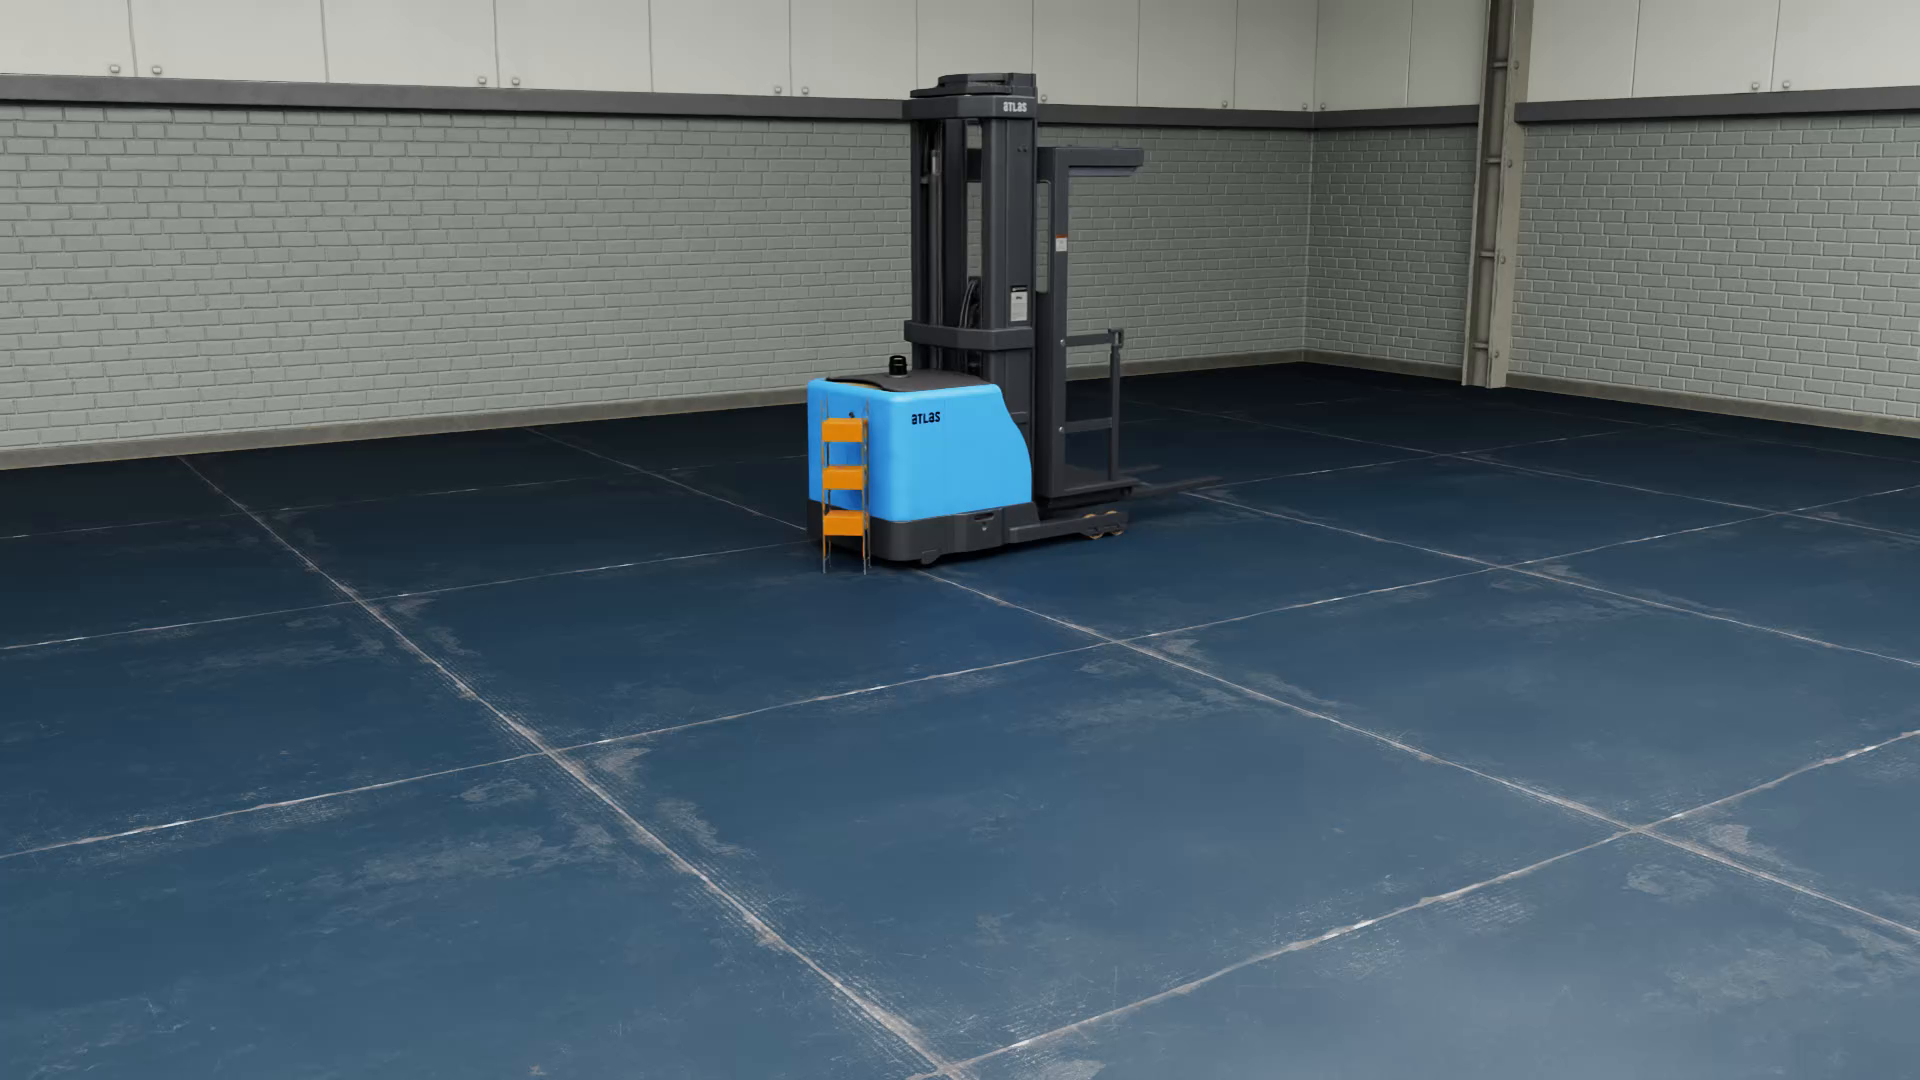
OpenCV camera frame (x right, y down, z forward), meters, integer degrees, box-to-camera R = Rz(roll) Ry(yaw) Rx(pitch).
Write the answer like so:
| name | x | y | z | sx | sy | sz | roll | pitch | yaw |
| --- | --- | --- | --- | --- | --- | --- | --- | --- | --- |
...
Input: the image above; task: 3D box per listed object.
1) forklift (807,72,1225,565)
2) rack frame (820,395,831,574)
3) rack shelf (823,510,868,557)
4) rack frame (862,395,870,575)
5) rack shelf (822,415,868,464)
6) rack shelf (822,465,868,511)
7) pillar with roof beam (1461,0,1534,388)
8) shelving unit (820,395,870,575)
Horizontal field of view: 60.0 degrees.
| name | x | y | z | sx | sy | sz | roll | pitch | yaw |
| --- | --- | --- | --- | --- | --- | --- | --- | --- | --- |
| forklift | 0.492 | -1.514 | 10.924 | 3.031 | 2.935 | 1.130 | -10 | 16 | -37 |
| rack frame | -0.802 | -0.333 | 9.922 | 0.008 | 1.050 | 0.200 | 1 | 12 | 6 |
| rack shelf | -0.681 | -0.048 | 9.971 | 0.240 | 0.259 | 0.215 | 1 | 12 | 6 |
| rack frame | -0.560 | -0.327 | 9.898 | 0.008 | 1.050 | 0.200 | 1 | 12 | 6 |
| rack shelf | -0.681 | -0.597 | 9.853 | 0.240 | 0.259 | 0.215 | 1 | 12 | 6 |
| rack shelf | -0.681 | -0.319 | 9.912 | 0.240 | 0.259 | 0.215 | 1 | 12 | 6 |
| pillar with roof beam | 2.364 | -5.639 | 15.582 | 9.100 | 9.000 | 0.400 | -8 | 15 | -33 |
| shelving unit | -0.681 | -0.330 | 9.910 | 0.252 | 1.050 | 0.215 | 1 | 12 | 6 |
